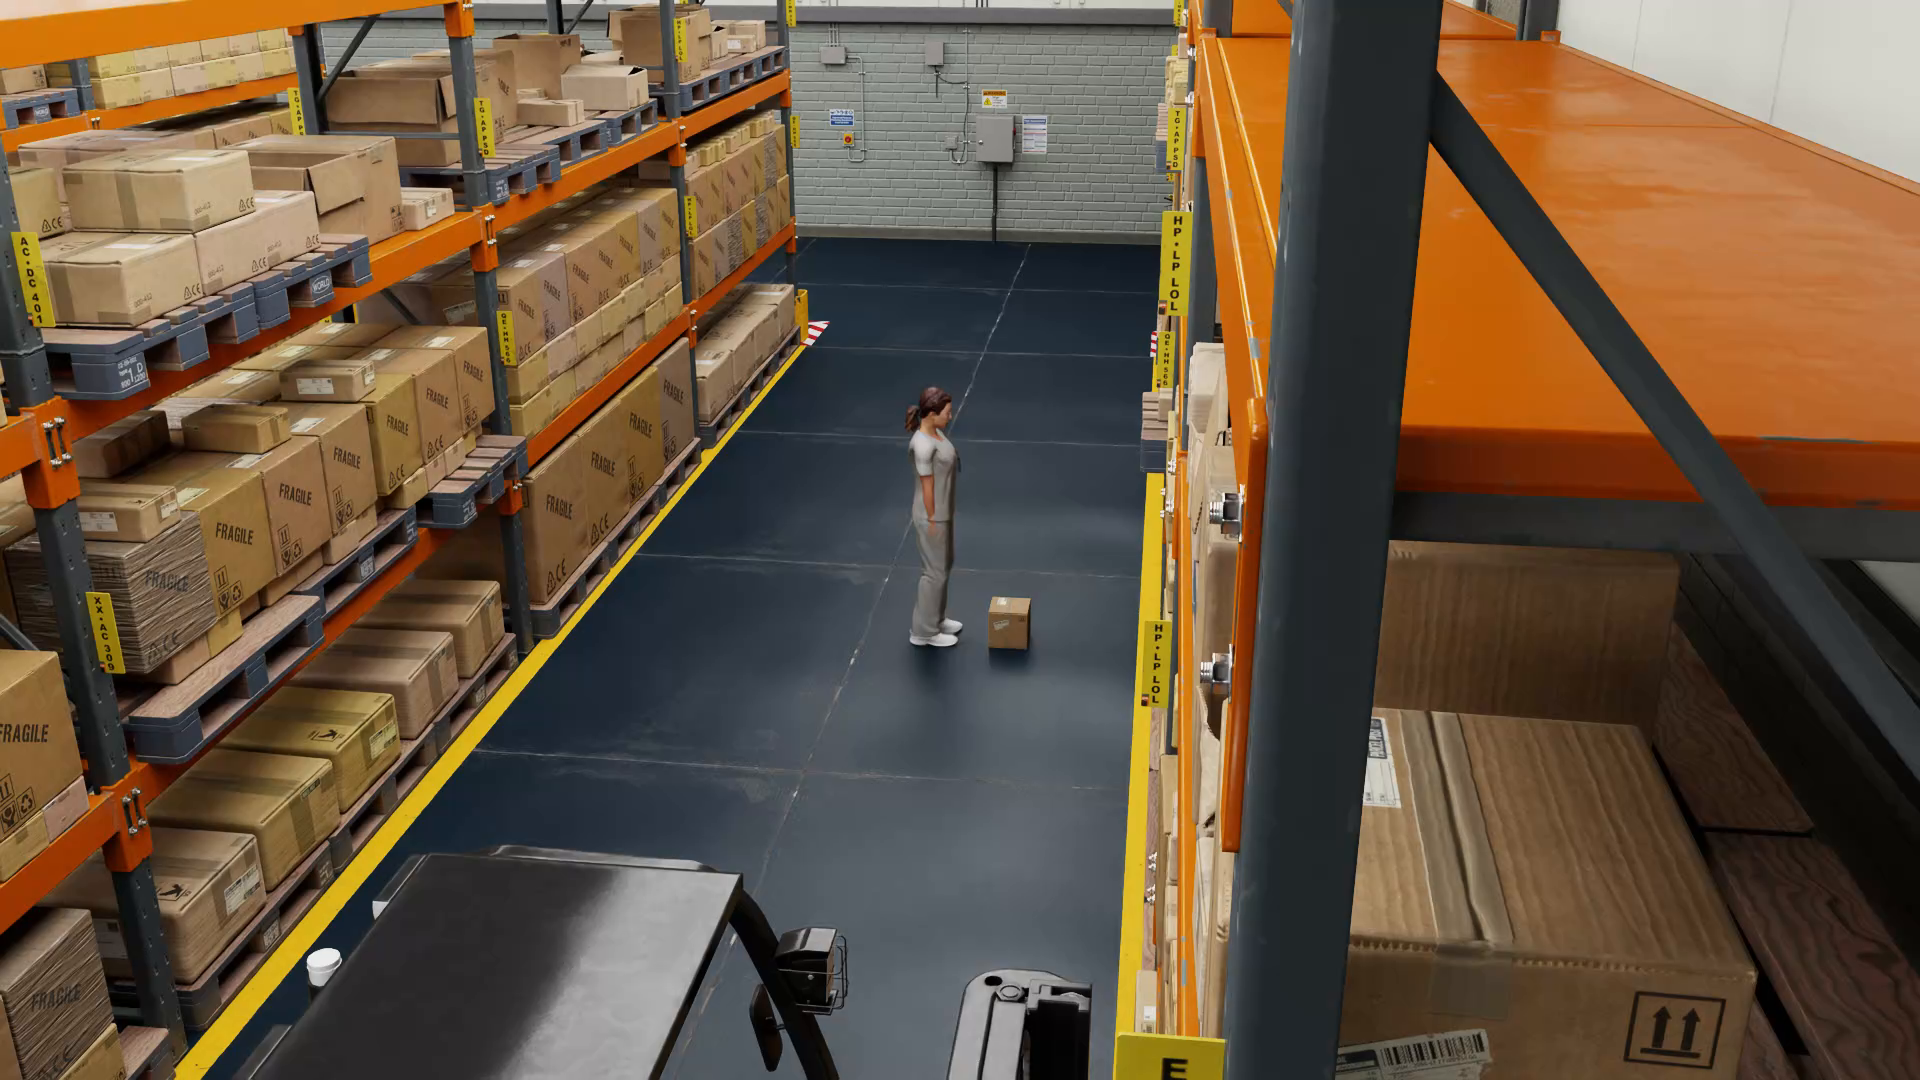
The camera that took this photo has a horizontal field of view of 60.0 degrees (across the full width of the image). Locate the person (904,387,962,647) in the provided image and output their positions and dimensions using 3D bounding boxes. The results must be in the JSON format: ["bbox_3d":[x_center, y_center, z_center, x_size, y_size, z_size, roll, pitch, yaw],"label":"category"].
[{"bbox_3d":[-0.175,-0.154,10.504,0.361,1.663,0.441,3,21,7],"label":"person"}]
